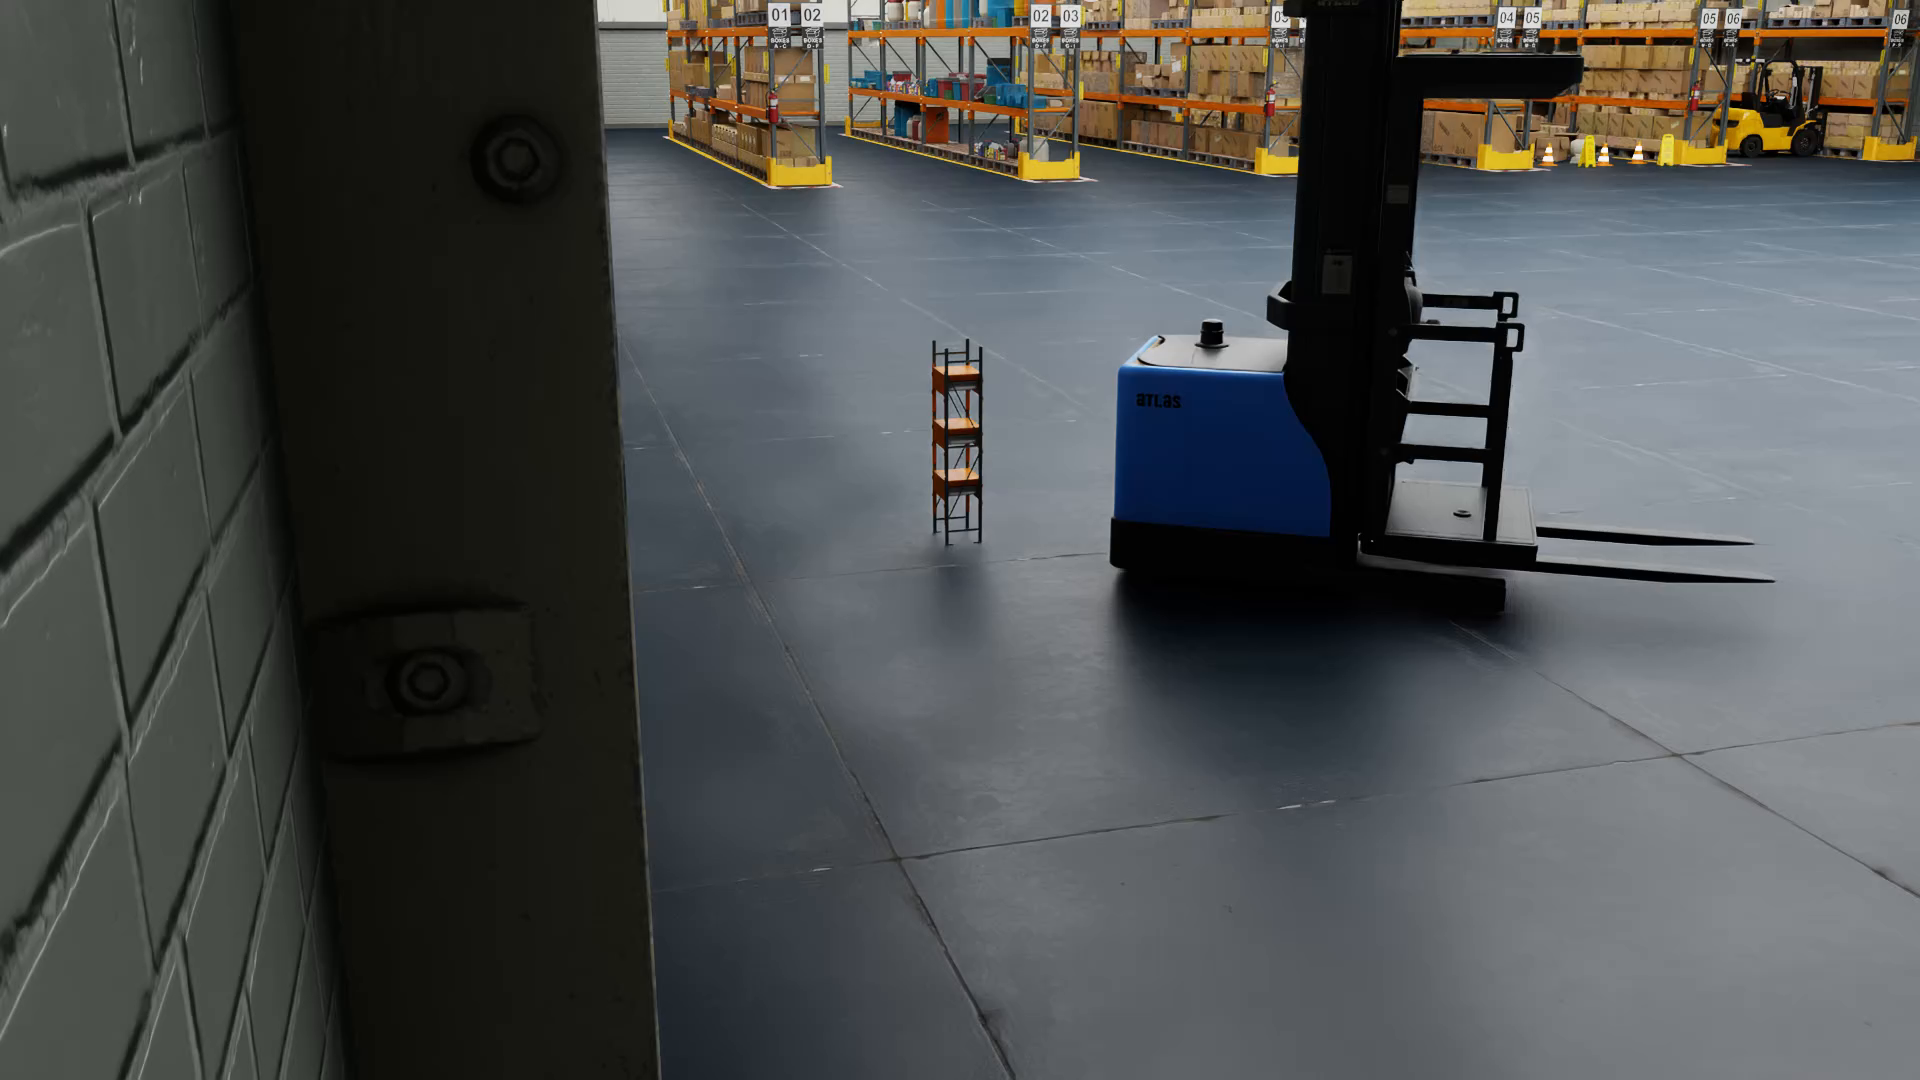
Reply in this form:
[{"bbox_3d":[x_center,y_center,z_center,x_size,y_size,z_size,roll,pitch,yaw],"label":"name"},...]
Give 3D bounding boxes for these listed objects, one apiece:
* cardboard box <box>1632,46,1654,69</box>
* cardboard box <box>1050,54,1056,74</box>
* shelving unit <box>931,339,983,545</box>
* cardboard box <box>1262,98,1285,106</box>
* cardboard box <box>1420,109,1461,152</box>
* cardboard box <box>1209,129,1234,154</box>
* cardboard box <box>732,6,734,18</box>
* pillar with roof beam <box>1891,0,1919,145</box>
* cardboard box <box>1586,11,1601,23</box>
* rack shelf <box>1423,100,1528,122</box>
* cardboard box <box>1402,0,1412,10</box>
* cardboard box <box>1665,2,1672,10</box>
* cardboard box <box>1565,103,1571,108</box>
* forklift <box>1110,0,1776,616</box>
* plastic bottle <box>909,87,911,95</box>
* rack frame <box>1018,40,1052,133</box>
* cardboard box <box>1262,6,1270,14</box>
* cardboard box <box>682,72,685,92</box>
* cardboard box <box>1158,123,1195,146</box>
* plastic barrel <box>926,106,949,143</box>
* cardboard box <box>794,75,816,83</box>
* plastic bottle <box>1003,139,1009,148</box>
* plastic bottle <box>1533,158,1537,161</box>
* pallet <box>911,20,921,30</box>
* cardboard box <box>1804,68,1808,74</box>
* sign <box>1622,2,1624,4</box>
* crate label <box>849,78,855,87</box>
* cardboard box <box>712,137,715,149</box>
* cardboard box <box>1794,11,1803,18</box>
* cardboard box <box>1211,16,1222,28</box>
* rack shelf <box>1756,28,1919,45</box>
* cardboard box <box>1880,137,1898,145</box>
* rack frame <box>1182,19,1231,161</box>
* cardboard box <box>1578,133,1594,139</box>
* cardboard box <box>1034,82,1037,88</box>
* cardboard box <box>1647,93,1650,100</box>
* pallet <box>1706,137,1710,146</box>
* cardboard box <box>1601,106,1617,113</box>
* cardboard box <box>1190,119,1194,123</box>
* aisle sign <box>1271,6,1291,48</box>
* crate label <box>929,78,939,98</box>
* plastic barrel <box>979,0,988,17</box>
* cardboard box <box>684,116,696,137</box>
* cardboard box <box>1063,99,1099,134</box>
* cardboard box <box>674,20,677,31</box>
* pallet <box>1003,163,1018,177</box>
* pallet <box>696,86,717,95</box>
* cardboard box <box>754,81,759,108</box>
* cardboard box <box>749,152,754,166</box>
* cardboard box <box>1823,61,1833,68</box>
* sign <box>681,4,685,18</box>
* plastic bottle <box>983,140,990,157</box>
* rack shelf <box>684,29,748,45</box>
[{"bbox_3d":[15.353,-10.671,36.765,0.700,0.500,0.500,-5,17,-16],"label":"cardboard box"},{"bbox_3d":[2.731,-12.814,44.771,0.500,0.500,0.500,-5,17,-15],"label":"cardboard box"},{"bbox_3d":[-0.015,-0.518,8.782,0.215,1.050,0.252,-5,17,-15],"label":"shelving unit"},{"bbox_3d":[6.269,-8.763,33.278,0.380,0.149,0.250,-5,17,-15],"label":"cardboard box"},{"bbox_3d":[10.600,-9.046,36.749,0.875,0.875,0.875,-5,17,-15],"label":"cardboard box"},{"bbox_3d":[5.683,-8.659,36.113,0.500,0.500,0.500,1,17,2],"label":"cardboard box"},{"bbox_3d":[-4.546,-11.244,35.420,0.500,0.250,0.500,-6,18,-20],"label":"cardboard box"},{"bbox_3d":[17.382,-12.794,35.835,9.100,9.000,0.400,-5,17,-15],"label":"pillar with roof beam"},{"bbox_3d":[14.833,-12.074,38.396,0.500,0.250,0.500,-5,17,-16],"label":"cardboard box"},{"bbox_3d":[10.793,-9.393,36.192,1.077,0.370,4.000,-5,17,-15],"label":"rack shelf"},{"bbox_3d":[10.109,-11.890,36.879,0.500,0.250,0.500,-5,17,-15],"label":"cardboard box"},{"bbox_3d":[15.556,-11.590,36.091,0.380,0.149,0.250,-5,17,-15],"label":"cardboard box"},{"bbox_3d":[17.541,-12.441,47.573,0.380,0.149,0.250,-5,17,-17],"label":"cardboard box"},{"bbox_3d":[2.320,-1.221,7.853,3.031,2.935,1.130,5,17,16],"label":"forklift"},{"bbox_3d":[-1.174,-10.884,40.248,0.097,0.201,0.097,0,17,0],"label":"plastic bottle"},{"bbox_3d":[2.149,-13.246,47.768,1.000,3.000,0.127,-5,17,-15],"label":"rack frame"},{"bbox_3d":[6.170,-10.428,32.740,0.380,0.149,0.250,-5,17,-15],"label":"cardboard box"},{"bbox_3d":[-6.805,-11.666,42.333,0.500,0.500,0.500,-4,17,-14],"label":"cardboard box"},{"bbox_3d":[5.032,-9.400,38.544,0.700,0.500,0.500,-6,18,-20],"label":"cardboard box"},{"bbox_3d":[-0.566,-9.937,39.795,0.600,0.830,0.708,-5,17,-15],"label":"plastic barrel"},{"bbox_3d":[-2.881,-8.522,30.741,0.380,0.149,0.250,-5,17,-16],"label":"cardboard box"},{"bbox_3d":[1.000,-8.311,35.177,0.144,0.351,0.185,-5,17,-15],"label":"plastic bottle"},{"bbox_3d":[12.629,-8.432,36.848,0.133,0.061,0.283,-12,20,-34],"label":"plastic bottle"},{"bbox_3d":[-0.531,-12.207,39.423,1.003,0.211,1.213,-5,17,-15],"label":"pallet"},{"bbox_3d":[19.906,-10.997,38.979,0.380,0.149,0.250,-5,18,-17],"label":"cardboard box"},{"bbox_3d":[15.495,-12.440,38.970,0.100,0.325,0.005,-5,17,-15],"label":"sign"},{"bbox_3d":[-2.862,-12.709,46.166,0.416,0.233,0.303,-5,17,-15],"label":"crate label"},{"bbox_3d":[-5.317,-8.967,37.573,0.500,0.250,0.500,-5,17,-15],"label":"cardboard box"},{"bbox_3d":[19.789,-12.308,38.965,0.380,0.149,0.250,-4,17,-14],"label":"cardboard box"},{"bbox_3d":[5.601,-10.863,34.880,0.500,0.250,0.500,-5,18,-17],"label":"cardboard box"},{"bbox_3d":[20.296,-11.643,38.466,1.077,0.370,4.000,-5,17,-15],"label":"rack shelf"},{"bbox_3d":[20.899,-9.033,37.791,0.500,0.250,0.500,-5,17,-15],"label":"cardboard box"},{"bbox_3d":[5.447,-9.927,36.718,1.000,3.000,0.127,-5,17,-15],"label":"rack frame"},{"bbox_3d":[14.878,-9.410,39.047,0.500,0.250,0.500,-6,18,-18],"label":"cardboard box"},{"bbox_3d":[2.285,-12.646,46.207,0.380,0.149,0.250,-5,17,-16],"label":"cardboard box"},{"bbox_3d":[15.505,-9.855,36.915,0.380,0.149,0.250,-4,17,-14],"label":"cardboard box"},{"bbox_3d":[19.507,-9.969,41.705,1.003,0.211,1.213,-5,17,-15],"label":"pallet"},{"bbox_3d":[14.997,-9.899,38.242,0.380,0.149,0.250,-4,17,-13],"label":"cardboard box"},{"bbox_3d":[6.933,-12.210,48.544,0.380,0.149,0.250,-5,17,-15],"label":"cardboard box"},{"bbox_3d":[6.275,-10.025,32.524,0.394,0.787,0.004,-5,17,-15],"label":"aisle sign"},{"bbox_3d":[-0.402,-10.363,38.106,0.502,0.435,0.616,-5,17,-15],"label":"crate label"},{"bbox_3d":[0.614,-11.092,34.458,0.421,0.512,0.421,0,17,0],"label":"plastic barrel"},{"bbox_3d":[-6.707,-10.506,42.227,0.500,0.500,0.500,-5,17,-15],"label":"cardboard box"},{"bbox_3d":[3.443,-11.148,43.746,1.225,0.875,0.875,-5,17,-15],"label":"cardboard box"},{"bbox_3d":[-7.073,-13.251,42.831,0.500,0.250,0.500,-5,17,-15],"label":"cardboard box"},{"bbox_3d":[1.500,-7.336,32.939,1.003,0.211,1.213,-5,17,-15],"label":"pallet"},{"bbox_3d":[-5.717,-10.697,39.614,1.003,0.211,1.213,-5,17,-15],"label":"pallet"},{"bbox_3d":[-3.666,-8.786,32.745,0.700,0.500,0.500,-4,17,-14],"label":"cardboard box"},{"bbox_3d":[-3.835,-7.462,32.560,0.500,0.250,0.500,-5,17,-15],"label":"cardboard box"},{"bbox_3d":[20.098,-10.926,38.225,0.380,0.149,0.250,-4,17,-14],"label":"cardboard box"},{"bbox_3d":[-6.797,-12.997,40.825,0.100,0.325,0.005,-5,17,-15],"label":"sign"},{"bbox_3d":[0.559,-8.169,34.705,0.144,0.351,0.185,-5,18,-18],"label":"plastic bottle"},{"bbox_3d":[-5.728,-11.896,39.311,1.077,0.370,4.000,-5,17,-15],"label":"rack shelf"}]
